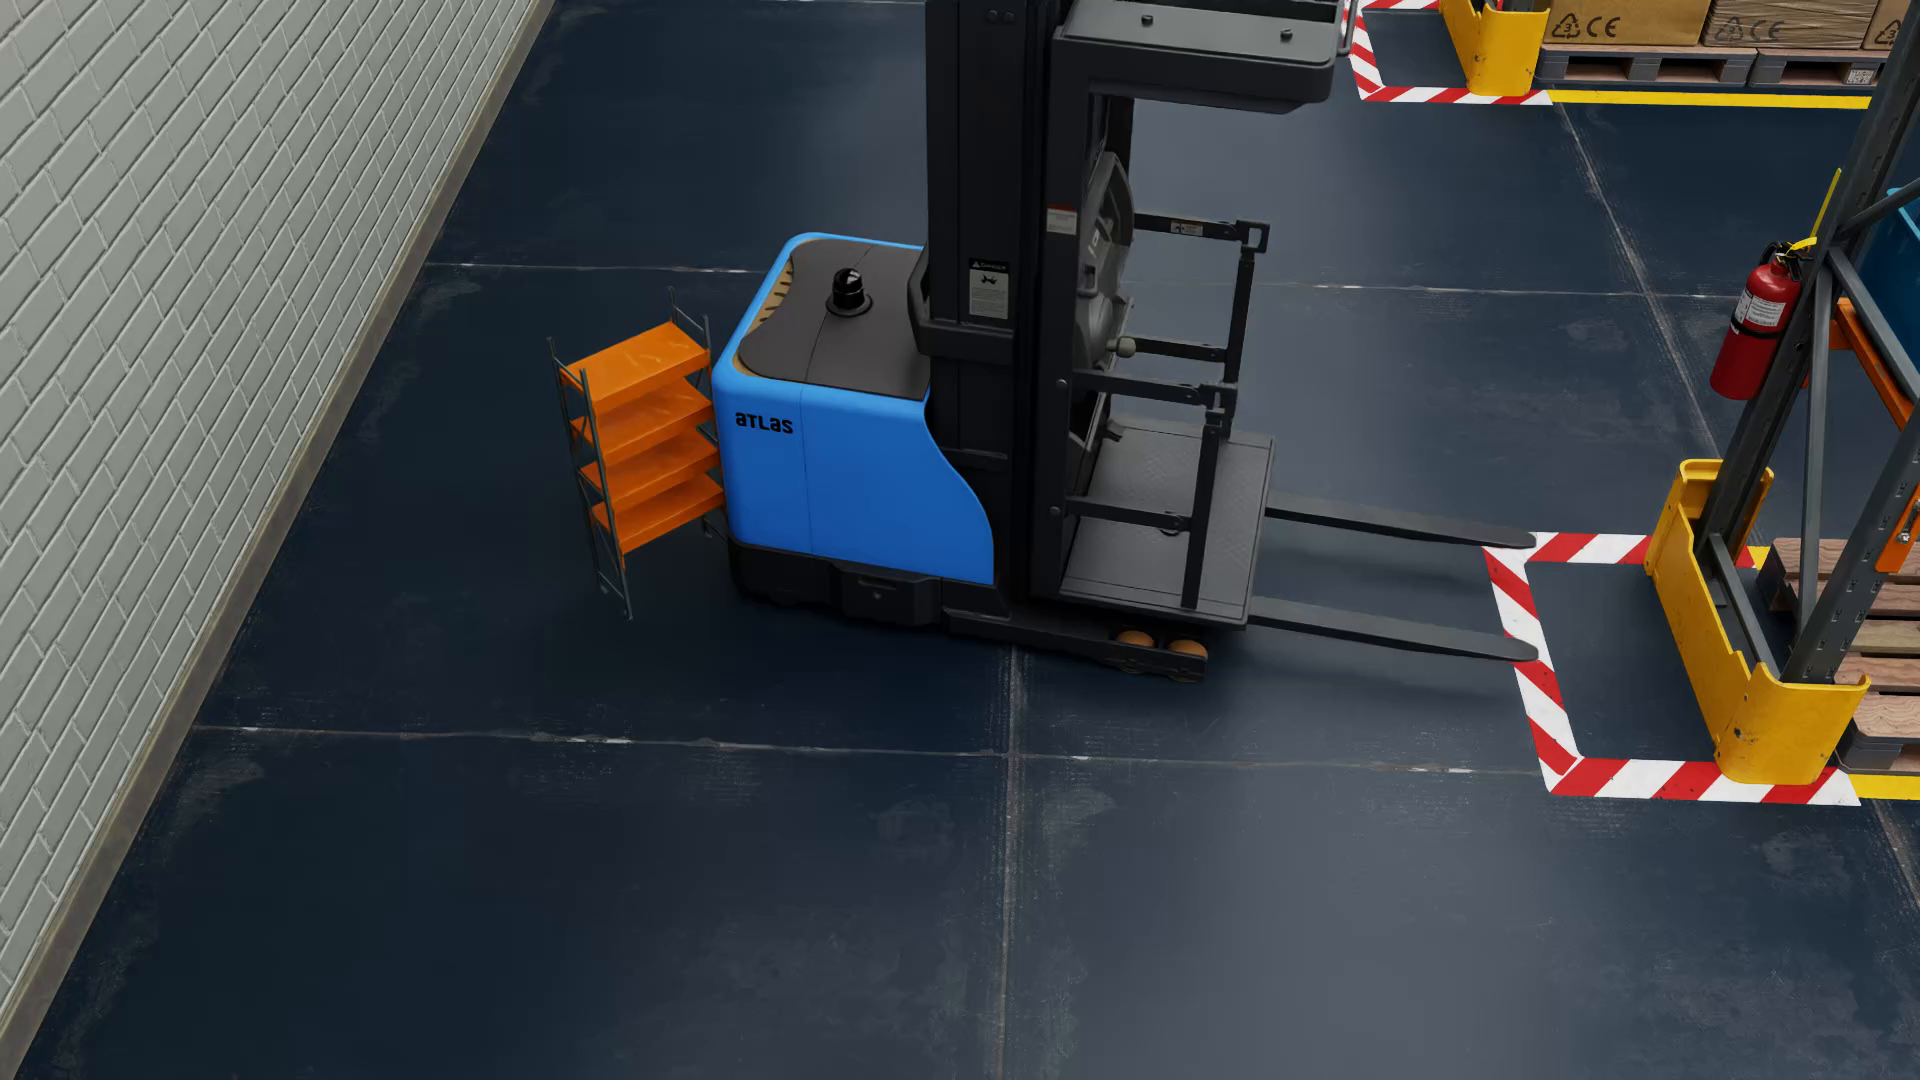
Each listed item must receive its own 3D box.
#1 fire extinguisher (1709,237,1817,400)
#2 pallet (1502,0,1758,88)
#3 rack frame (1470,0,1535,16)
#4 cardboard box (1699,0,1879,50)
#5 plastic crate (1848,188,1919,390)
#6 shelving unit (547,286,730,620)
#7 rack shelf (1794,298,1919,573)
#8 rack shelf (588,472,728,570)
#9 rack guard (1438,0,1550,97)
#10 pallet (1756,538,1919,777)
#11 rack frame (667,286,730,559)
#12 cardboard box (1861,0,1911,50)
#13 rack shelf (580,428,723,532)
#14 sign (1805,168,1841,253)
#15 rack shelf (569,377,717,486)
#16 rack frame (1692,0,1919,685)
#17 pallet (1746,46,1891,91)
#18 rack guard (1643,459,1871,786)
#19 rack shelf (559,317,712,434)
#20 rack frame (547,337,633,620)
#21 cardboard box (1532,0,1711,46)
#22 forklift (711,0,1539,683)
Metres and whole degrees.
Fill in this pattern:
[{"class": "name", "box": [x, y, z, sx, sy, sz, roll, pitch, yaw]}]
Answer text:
[{"class": "fire extinguisher", "box": [2.773, -0.796, 5.734, 0.183, 0.674, 0.296, 2, 43, 2]}, {"class": "pallet", "box": [3.929, -3.028, 9.845, 1.213, 0.211, 1.003, 2, 43, 2]}, {"class": "rack frame", "box": [3.127, -4.019, 8.864, 0.127, 3.000, 1.000, 2, 43, 2]}, {"class": "cardboard box", "box": [4.679, -3.402, 9.452, 0.875, 0.875, 0.875, 2, 43, 2]}, {"class": "plastic crate", "box": [3.246, -0.798, 5.337, 0.499, 0.435, 0.616, 2, 43, 2]}, {"class": "shelving unit", "box": [-1.156, -0.302, 6.194, 0.503, 1.200, 0.258, -29, 50, -28]}, {"class": "rack shelf", "box": [4.902, -0.322, 5.423, 4.000, 0.370, 1.077, 2, 43, 2]}, {"class": "rack shelf", "box": [-1.156, -0.107, 6.375, 0.480, 0.148, 0.258, -29, 50, -28]}, {"class": "rack guard", "box": [3.103, -3.105, 9.717, 0.348, 0.500, 1.175, 2, 43, 2]}, {"class": "pallet", "box": [3.726, 0.425, 6.138, 1.213, 0.211, 1.003, 2, 43, 2]}, {"class": "rack frame", "box": [-0.968, -0.408, 6.307, 0.015, 1.200, 0.240, -29, 50, -28]}, {"class": "cardboard box", "box": [5.568, -3.375, 9.423, 0.875, 0.875, 0.875, 2, 43, 2]}, {"class": "rack shelf", "box": [-1.156, -0.253, 6.240, 0.480, 0.148, 0.258, -29, 50, -28]}, {"class": "sign", "box": [2.912, -1.081, 5.591, 0.005, 0.325, 0.100, 2, 43, 2]}, {"class": "rack shelf", "box": [-1.156, -0.416, 6.087, 0.480, 0.148, 0.258, -29, 50, -28]}, {"class": "rack frame", "box": [2.904, -0.647, 5.244, 0.127, 3.000, 1.000, 2, 43, 2]}, {"class": "pallet", "box": [5.144, -2.988, 9.803, 1.213, 0.211, 1.003, 2, 43, 2]}, {"class": "rack guard", "box": [2.879, 0.276, 6.087, 0.348, 0.500, 1.175, 2, 43, 2]}, {"class": "rack shelf", "box": [-1.156, -0.589, 5.926, 0.480, 0.148, 0.258, -29, 50, -28]}, {"class": "rack frame", "box": [-1.344, -0.196, 6.080, 0.015, 1.200, 0.240, -29, 50, -28]}, {"class": "cardboard box", "box": [3.770, -3.430, 9.482, 0.875, 0.875, 0.875, 2, 43, 2]}, {"class": "forklift", "box": [0.681, -0.944, 5.613, 3.031, 2.935, 1.130, 9, 44, 10]}]
